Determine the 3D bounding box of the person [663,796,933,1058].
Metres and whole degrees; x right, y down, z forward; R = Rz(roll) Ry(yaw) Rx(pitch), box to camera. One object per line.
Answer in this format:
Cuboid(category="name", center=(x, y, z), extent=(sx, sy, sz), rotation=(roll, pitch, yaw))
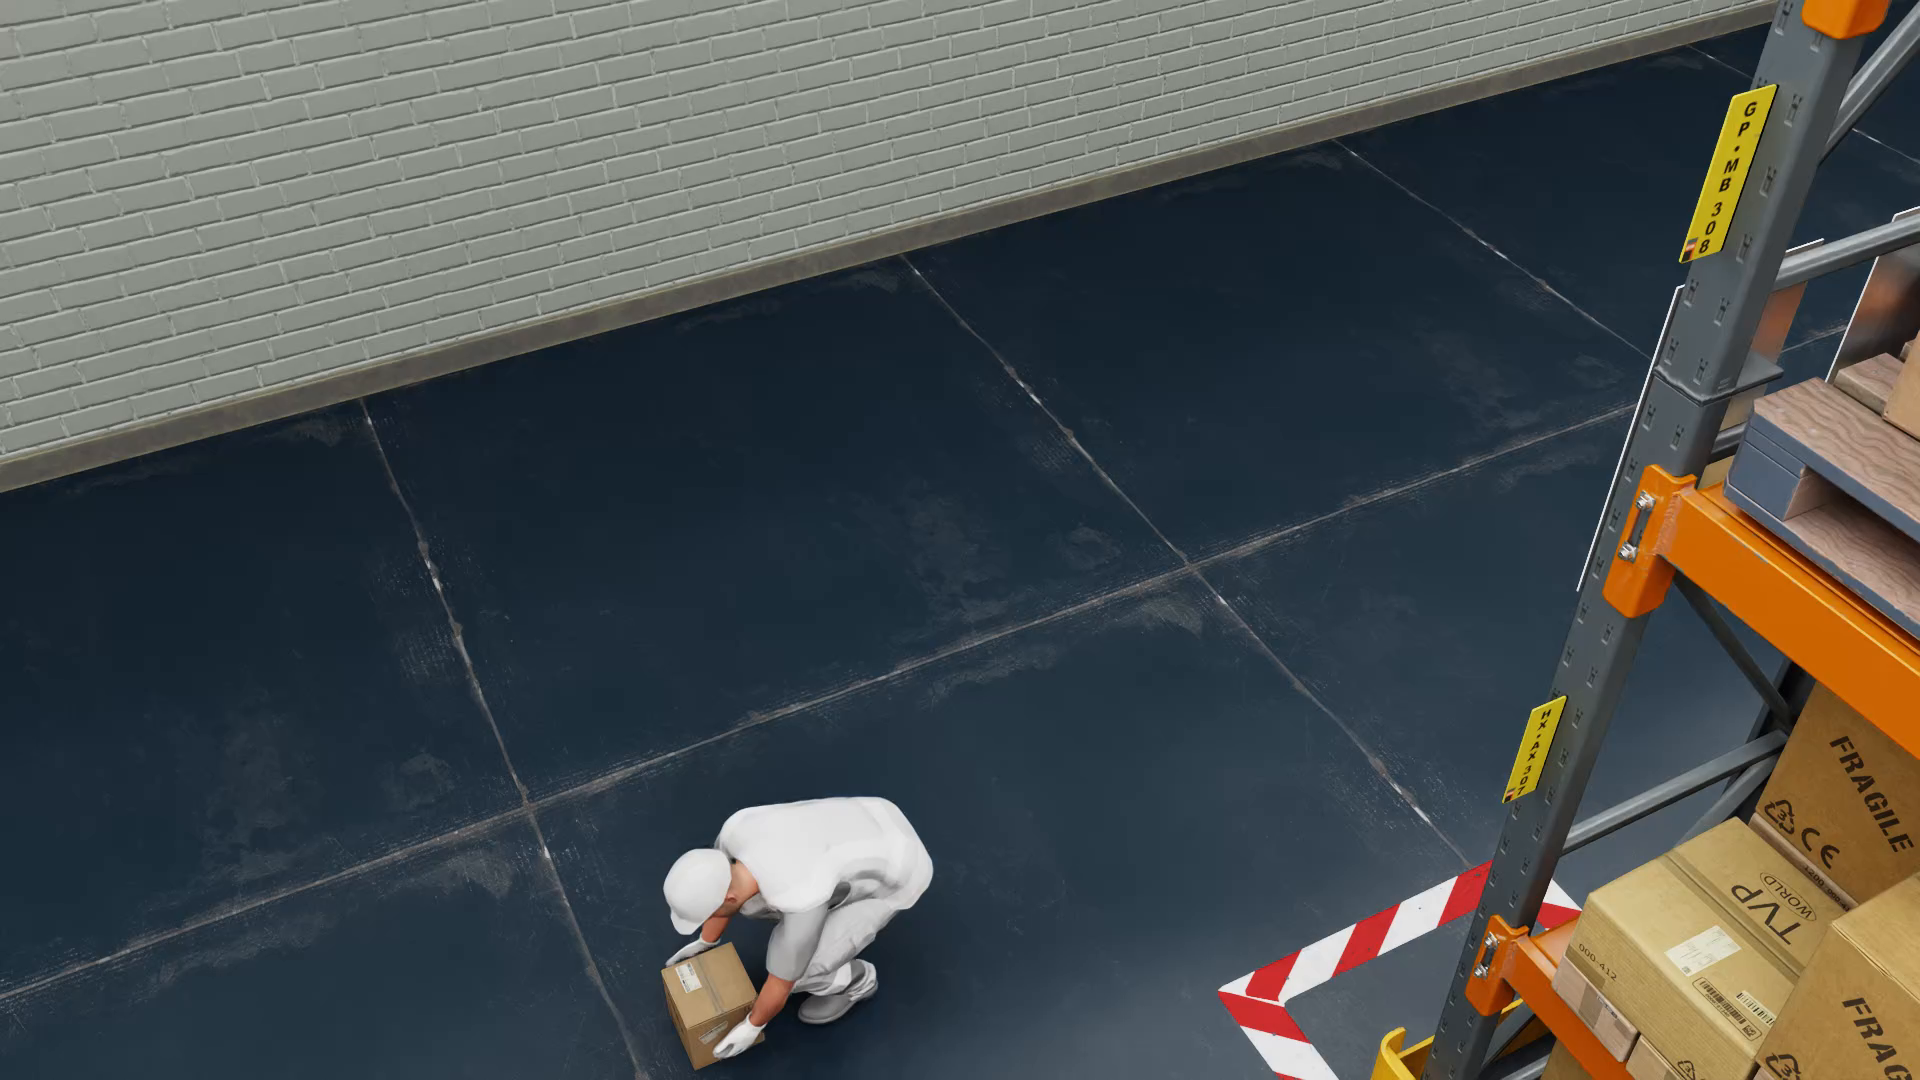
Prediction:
Cuboid(category="person", center=(-0.509, 1.192, 5.404), extent=(0.882, 0.955, 0.572), rotation=(-19, 44, -20))
